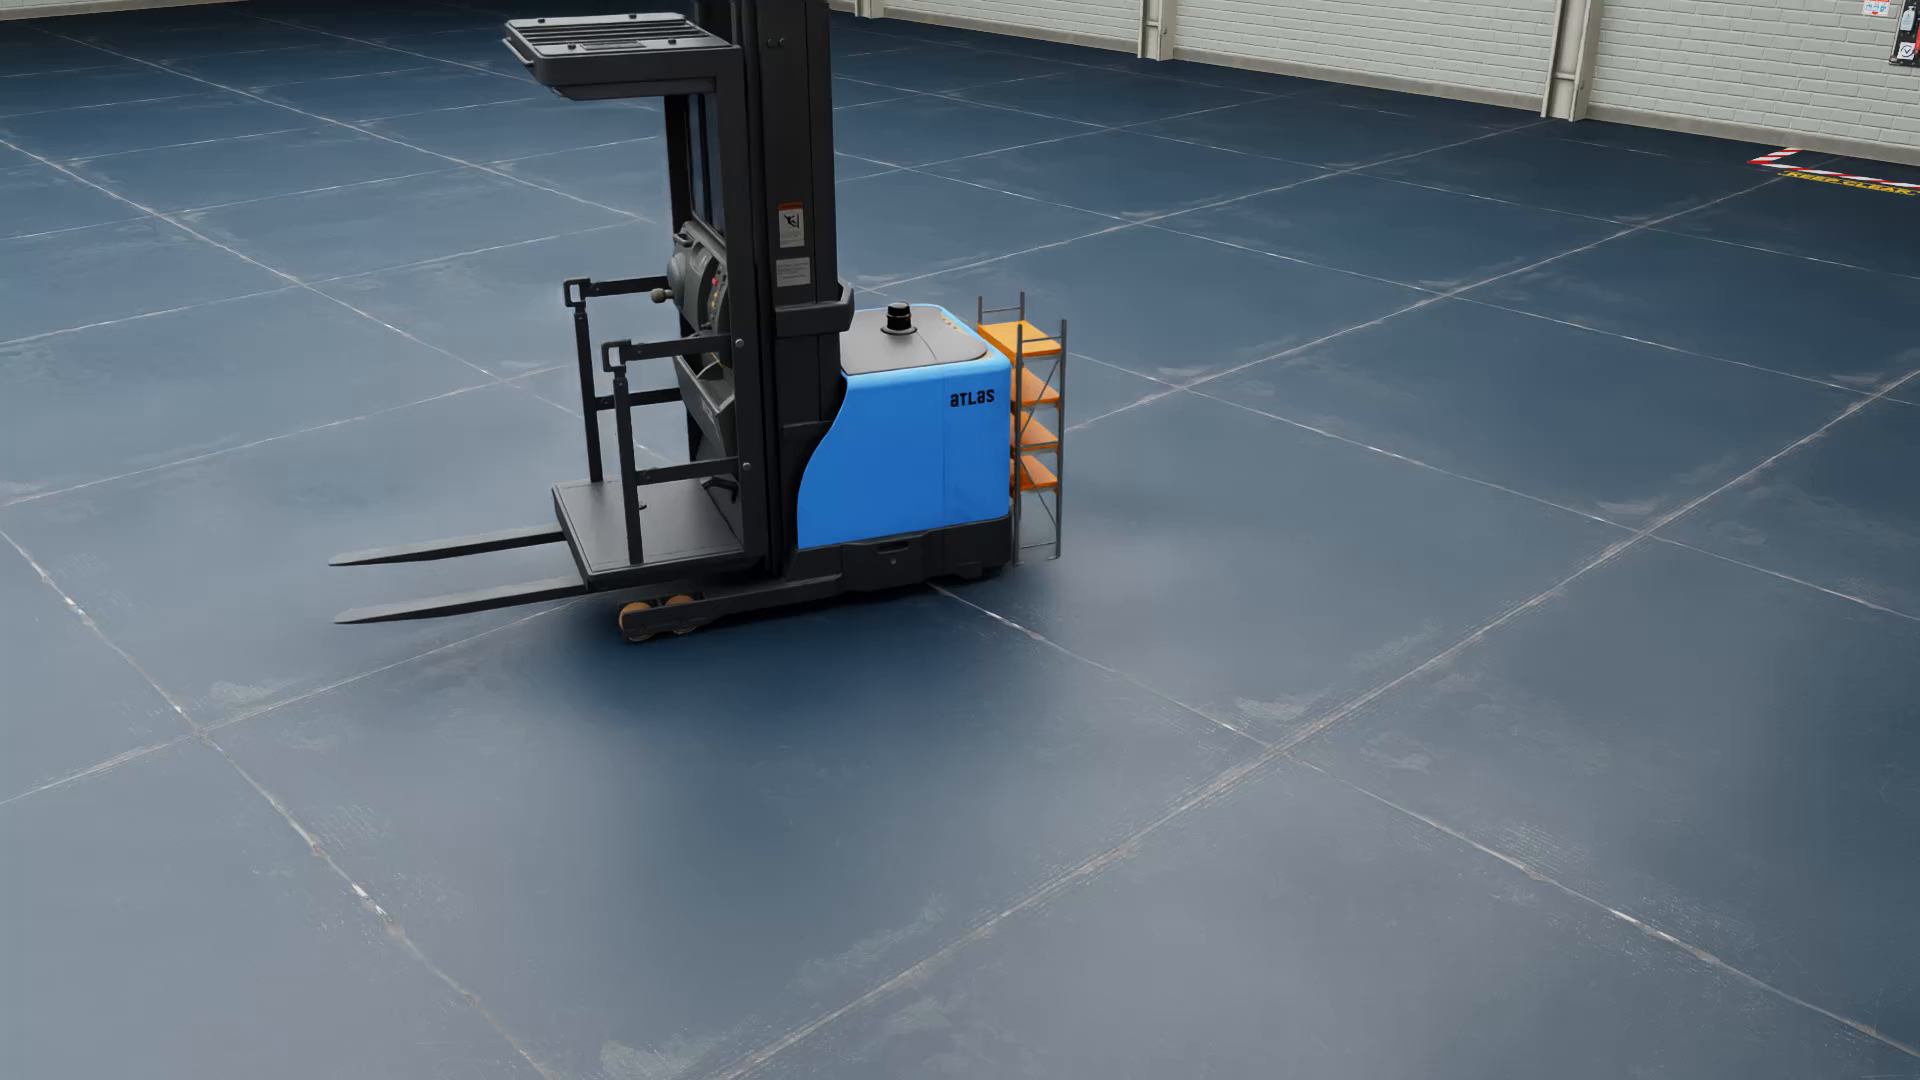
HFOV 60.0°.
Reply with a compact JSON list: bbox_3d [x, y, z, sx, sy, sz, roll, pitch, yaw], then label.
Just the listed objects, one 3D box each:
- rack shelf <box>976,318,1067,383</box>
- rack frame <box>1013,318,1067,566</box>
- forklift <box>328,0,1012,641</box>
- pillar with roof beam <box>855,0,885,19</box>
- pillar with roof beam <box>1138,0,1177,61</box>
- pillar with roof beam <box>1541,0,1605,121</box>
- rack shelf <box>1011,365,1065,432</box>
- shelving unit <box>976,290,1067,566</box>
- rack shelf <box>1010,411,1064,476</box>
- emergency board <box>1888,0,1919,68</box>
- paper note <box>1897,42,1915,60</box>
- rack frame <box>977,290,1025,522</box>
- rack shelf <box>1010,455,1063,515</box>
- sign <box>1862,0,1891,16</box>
[{"bbox_3d":[0.284,-0.895,7.819,0.258,0.148,0.480,-9,26,-19],"label":"rack shelf"},{"bbox_3d":[0.372,-0.443,7.775,0.240,1.200,0.015,-9,26,-19],"label":"rack frame"},{"bbox_3d":[-1.325,-1.139,7.215,3.031,2.935,1.130,-9,26,-19],"label":"forklift"},{"bbox_3d":[-4.580,-11.247,22.062,9.100,9.000,0.400,-21,32,-38],"label":"pillar with roof beam"},{"bbox_3d":[-0.479,-9.429,18.077,9.100,9.000,0.400,-21,32,-38],"label":"pillar with roof beam"},{"bbox_3d":[3.621,-7.611,14.092,9.100,9.000,0.400,-21,32,-38],"label":"pillar with roof beam"},{"bbox_3d":[0.284,-0.680,7.917,0.258,0.148,0.480,-9,26,-19],"label":"rack shelf"},{"bbox_3d":[0.284,-0.537,7.982,0.258,1.200,0.503,-9,26,-19],"label":"shelving unit"},{"bbox_3d":[0.284,-0.476,8.010,0.258,0.148,0.480,-9,26,-19],"label":"rack shelf"},{"bbox_3d":[9.211,-5.053,15.712,0.157,1.169,0.626,-21,32,-38],"label":"emergency board"},{"bbox_3d":[9.133,-4.717,16.038,0.016,0.148,0.142,-21,32,-38],"label":"paper note"},{"bbox_3d":[0.196,-0.632,8.189,0.240,1.200,0.015,-9,26,-19],"label":"rack frame"},{"bbox_3d":[0.284,-0.295,8.092,0.258,0.148,0.480,-9,26,-19],"label":"rack shelf"},{"bbox_3d":[8.901,-5.258,16.118,0.001,0.329,0.234,-21,32,-38],"label":"sign"}]
